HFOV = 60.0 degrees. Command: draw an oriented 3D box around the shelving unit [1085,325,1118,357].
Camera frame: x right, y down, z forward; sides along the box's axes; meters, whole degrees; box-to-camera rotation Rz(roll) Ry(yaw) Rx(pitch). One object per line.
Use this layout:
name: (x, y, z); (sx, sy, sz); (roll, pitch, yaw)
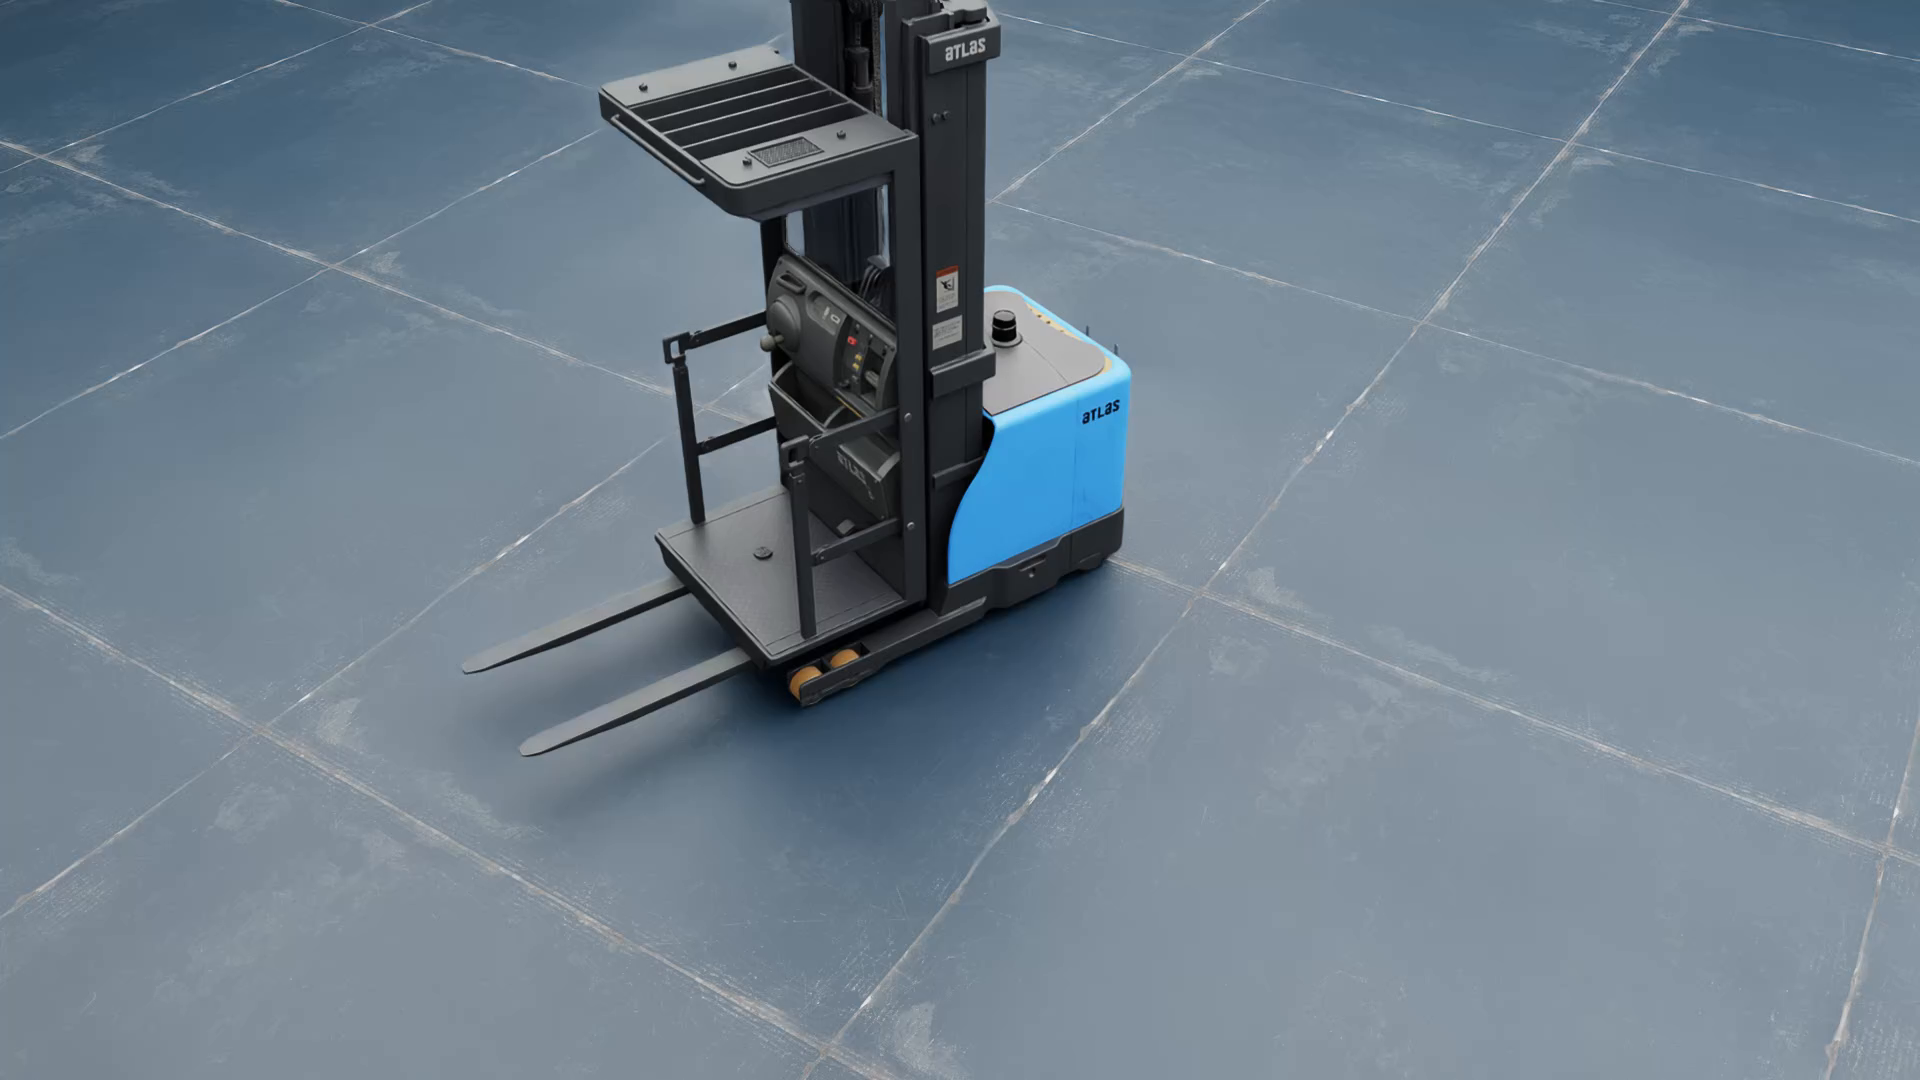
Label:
shelving unit: (0.600, -0.592, 8.221); (0.210, 0.900, 0.258); (-23, 43, -27)

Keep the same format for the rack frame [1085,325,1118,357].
rack frame: (0.683, -0.628, 8.267); (0.006, 0.900, 0.240); (-23, 43, -27)

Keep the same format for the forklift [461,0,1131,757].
forklift: (-0.712, -0.810, 6.840); (3.031, 2.935, 1.130); (-23, 43, -27)
